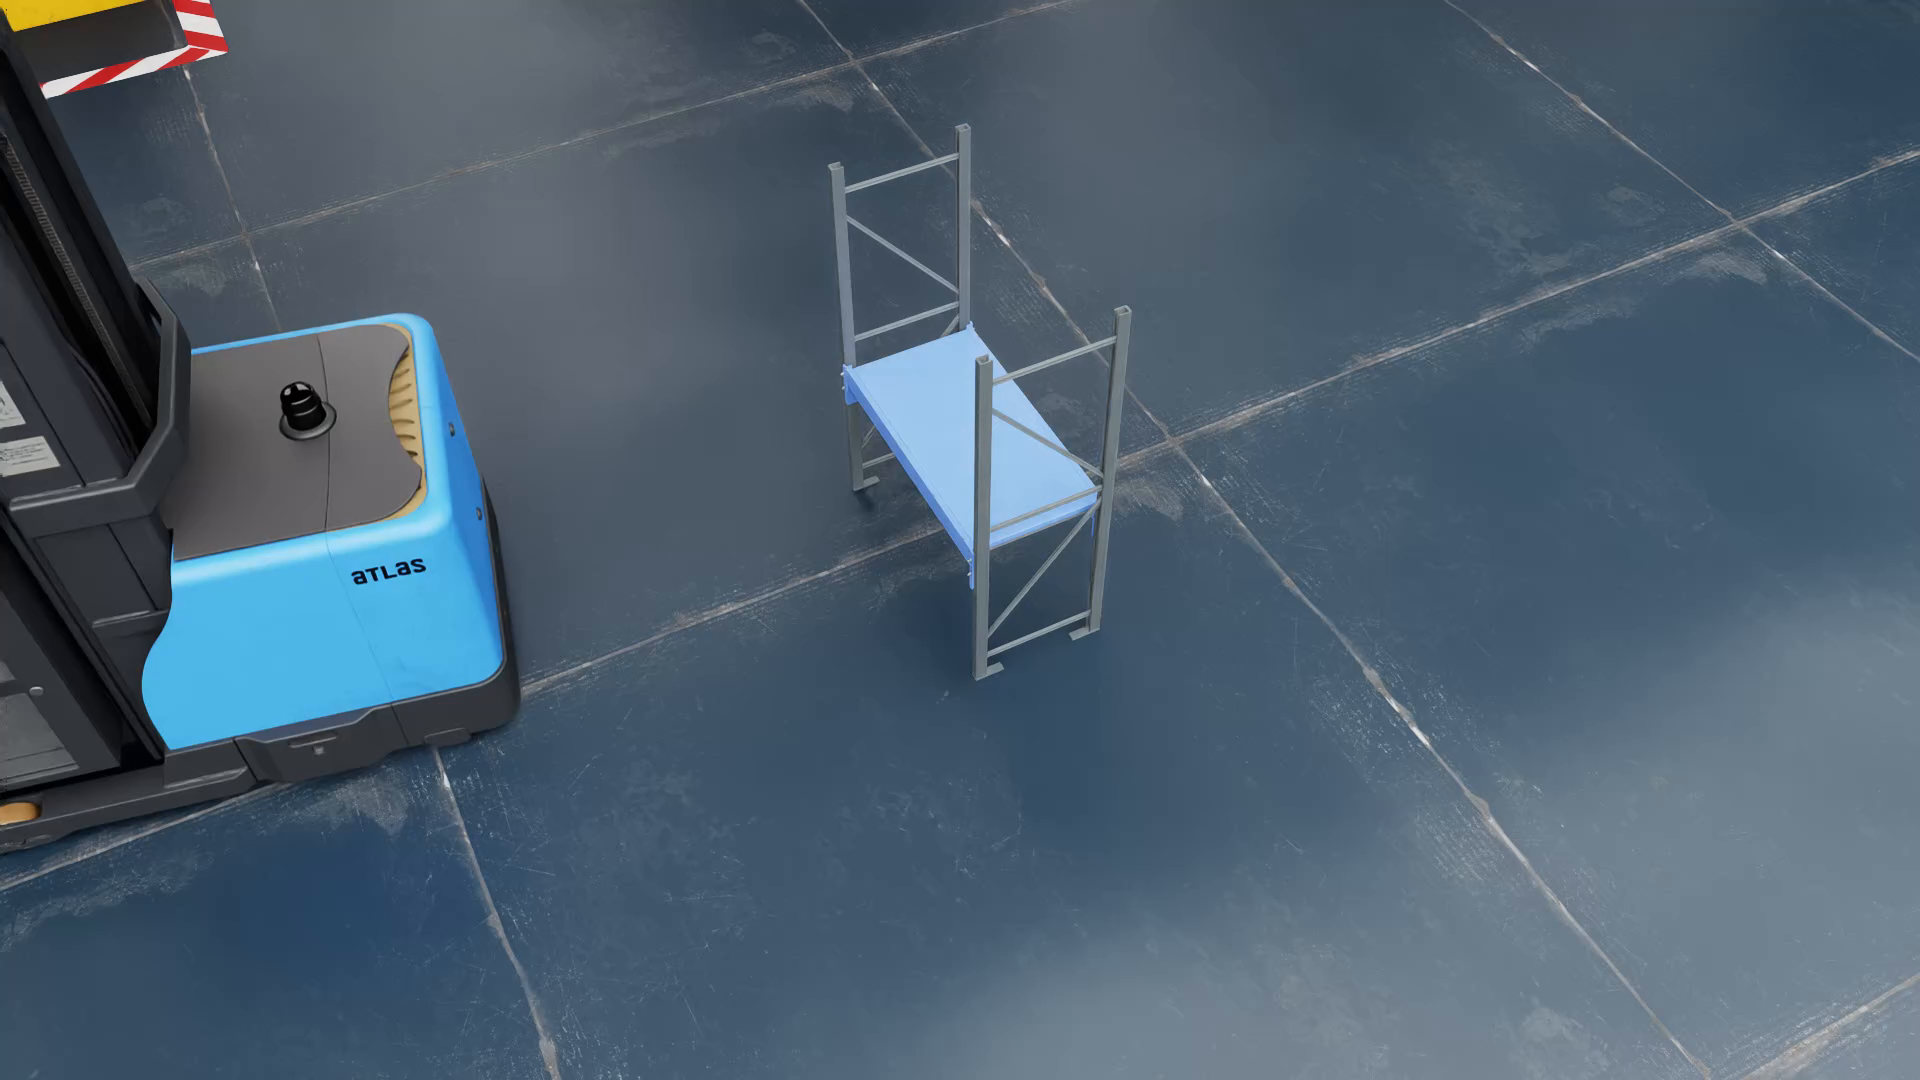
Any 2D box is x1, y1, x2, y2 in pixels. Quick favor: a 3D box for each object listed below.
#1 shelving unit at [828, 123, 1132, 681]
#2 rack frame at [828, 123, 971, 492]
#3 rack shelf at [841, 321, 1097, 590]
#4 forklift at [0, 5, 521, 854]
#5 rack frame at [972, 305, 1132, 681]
[{"bbox_3d":[0.039,-0.437,5.636,0.538,1.500,1.048,-21,52,-18],"label":"shelving unit"},{"bbox_3d":[-0.194,-0.777,5.933,0.500,1.500,0.032,-21,52,-18],"label":"rack frame"},{"bbox_3d":[0.039,-0.318,5.771,0.538,0.185,1.000,-21,52,-18],"label":"rack shelf"},{"bbox_3d":[-3.073,-0.372,4.628,3.031,2.935,1.130,-12,50,-10],"label":"forklift"},{"bbox_3d":[0.272,-0.096,5.338,0.500,1.500,0.032,-21,52,-18],"label":"rack frame"}]
